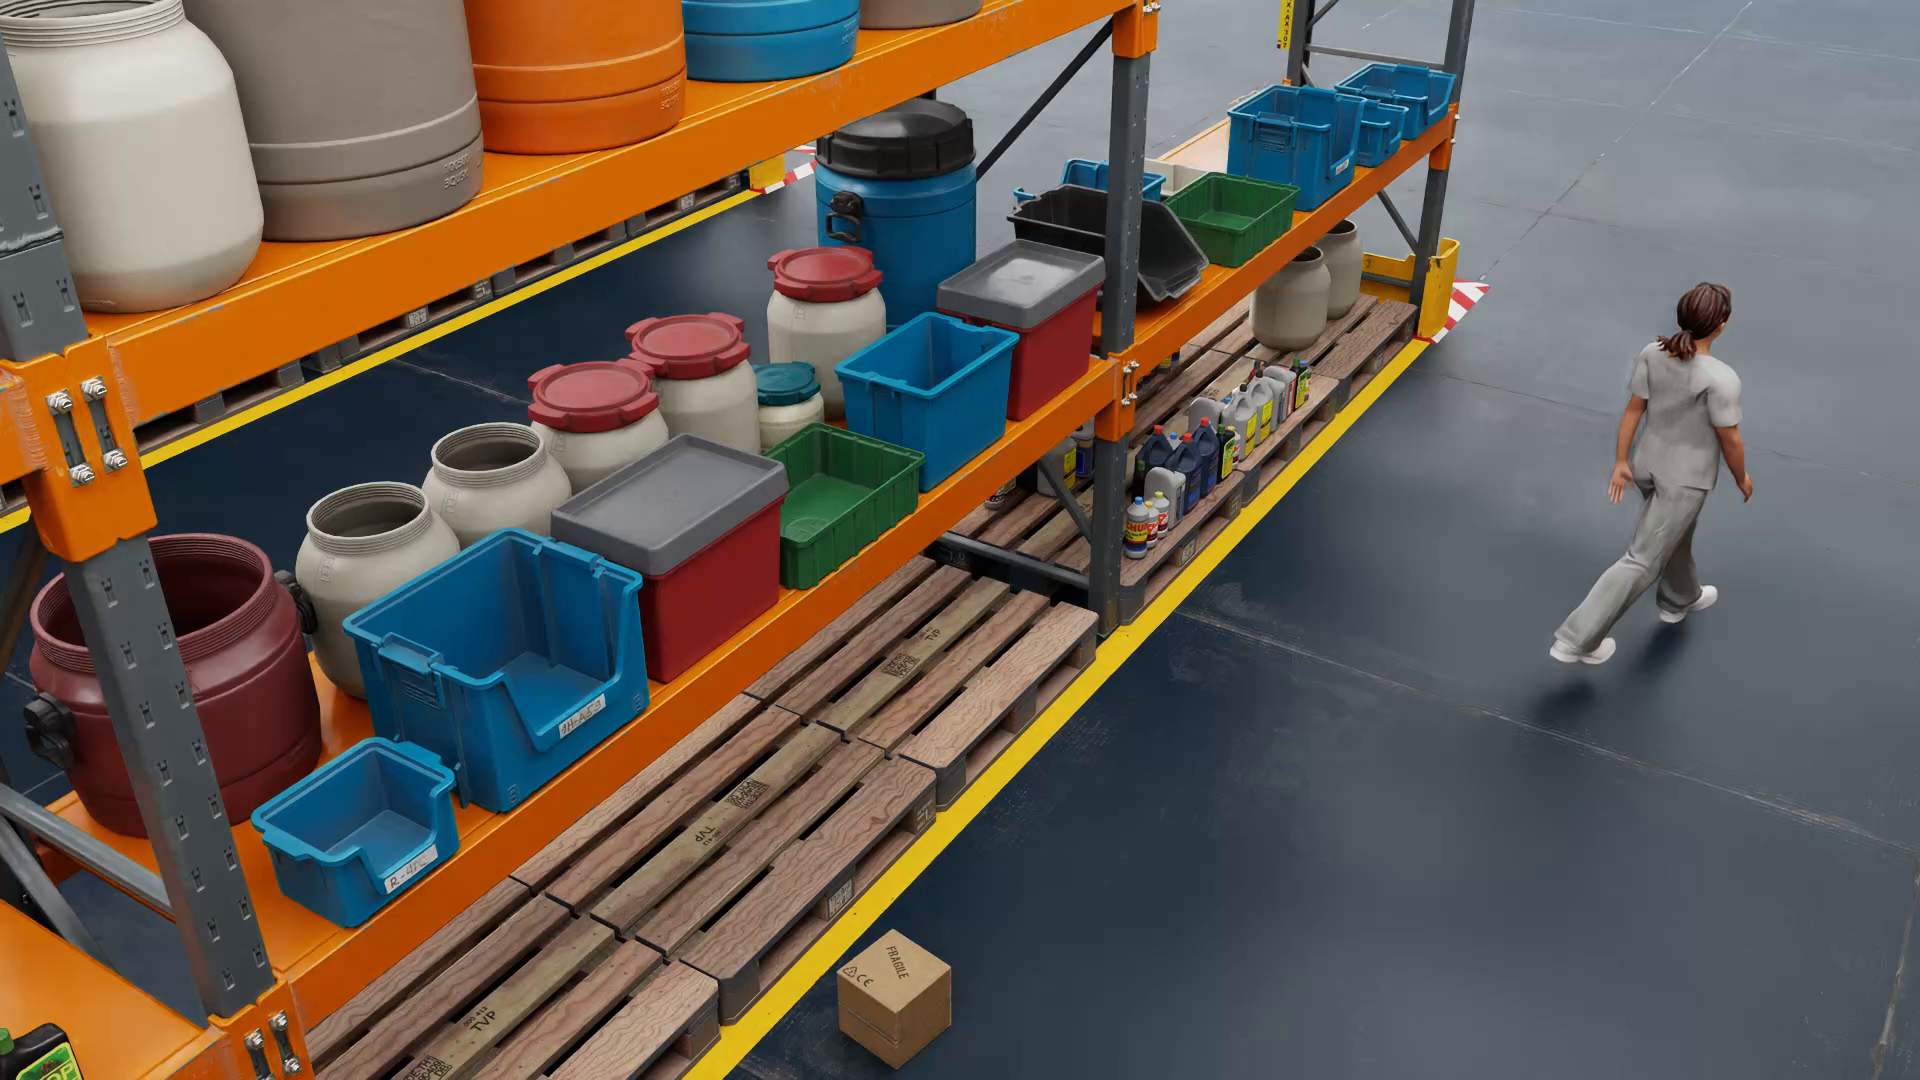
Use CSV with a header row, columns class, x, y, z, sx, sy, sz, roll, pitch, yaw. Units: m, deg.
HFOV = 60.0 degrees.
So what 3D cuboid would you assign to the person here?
class,x,y,z,sx,sy,sz,roll,pitch,yaw
person,2.854,-0.267,6.590,1.025,1.617,0.446,-12,33,-20
